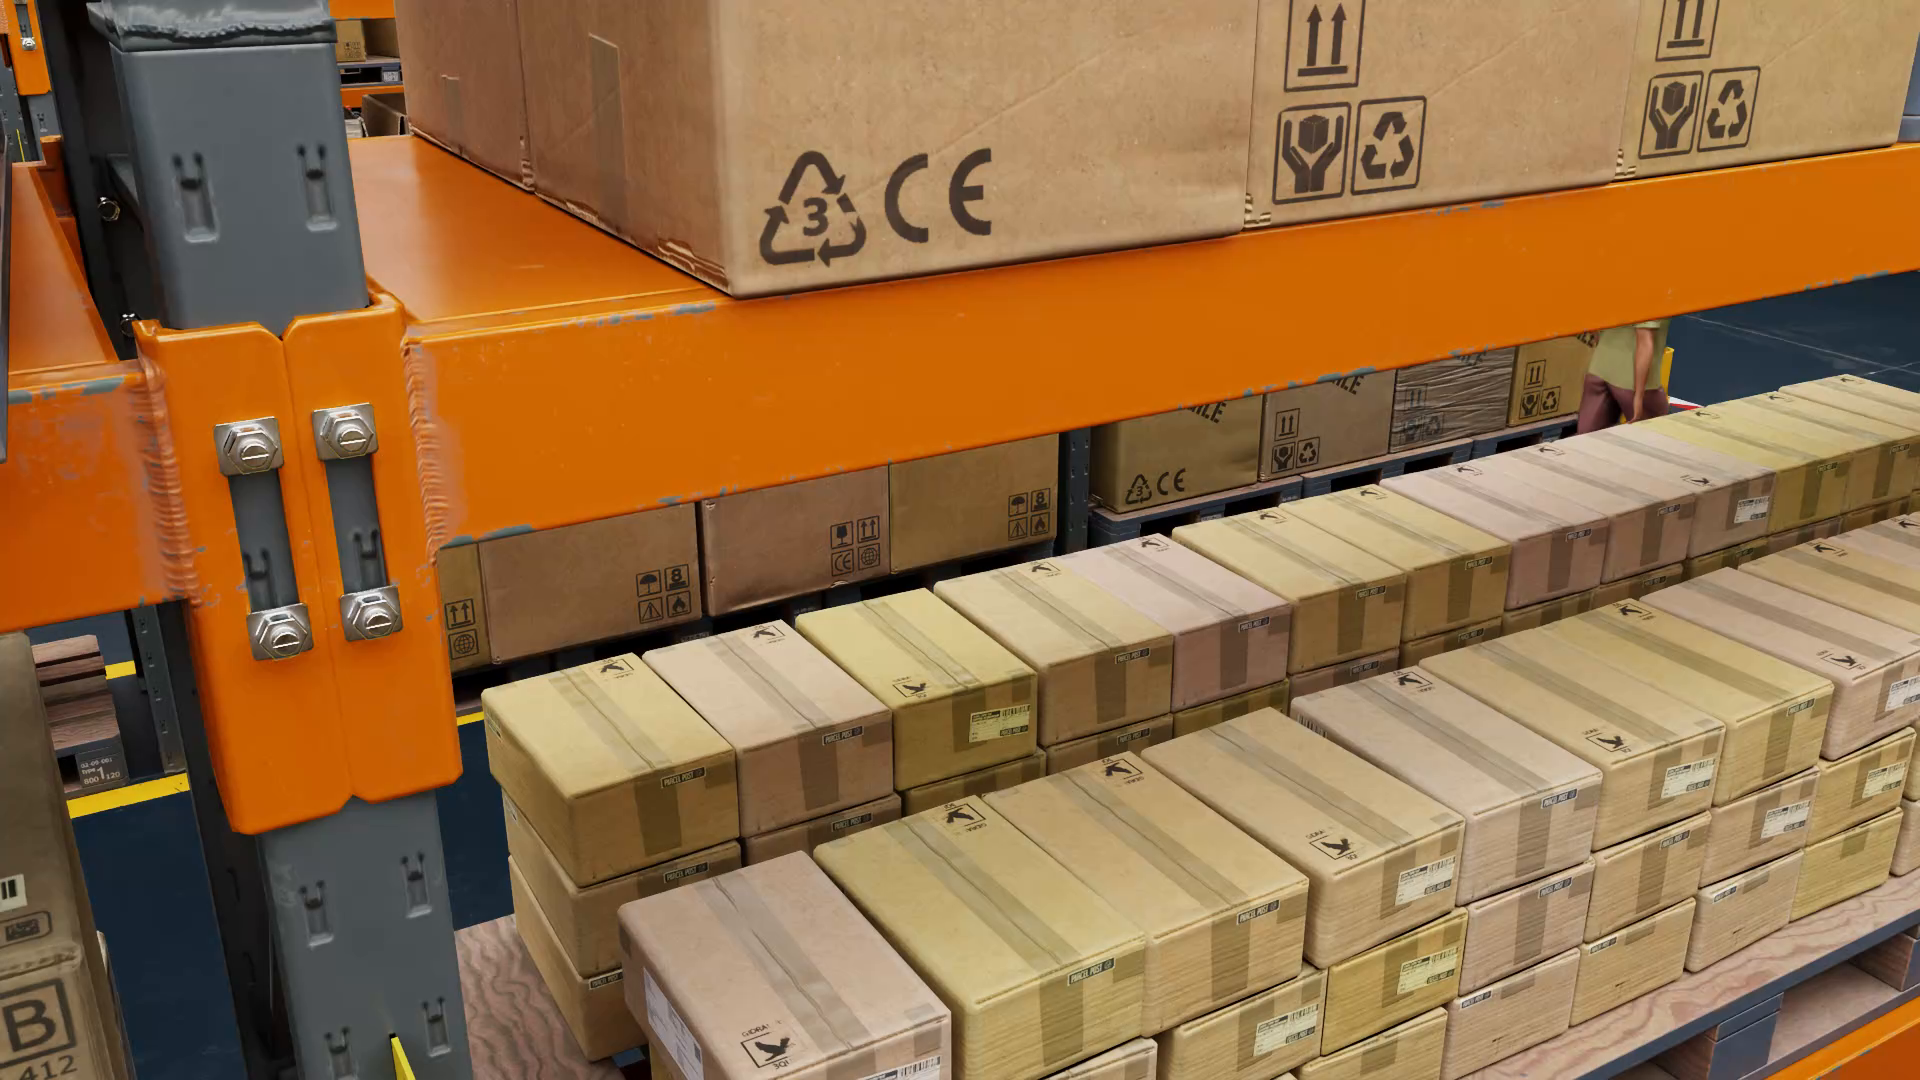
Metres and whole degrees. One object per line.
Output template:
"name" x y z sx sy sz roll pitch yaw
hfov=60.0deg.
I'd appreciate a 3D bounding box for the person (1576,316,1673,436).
"person" 3.243 -0.767 7.970 0.887 1.639 0.471 -11 24 -26
